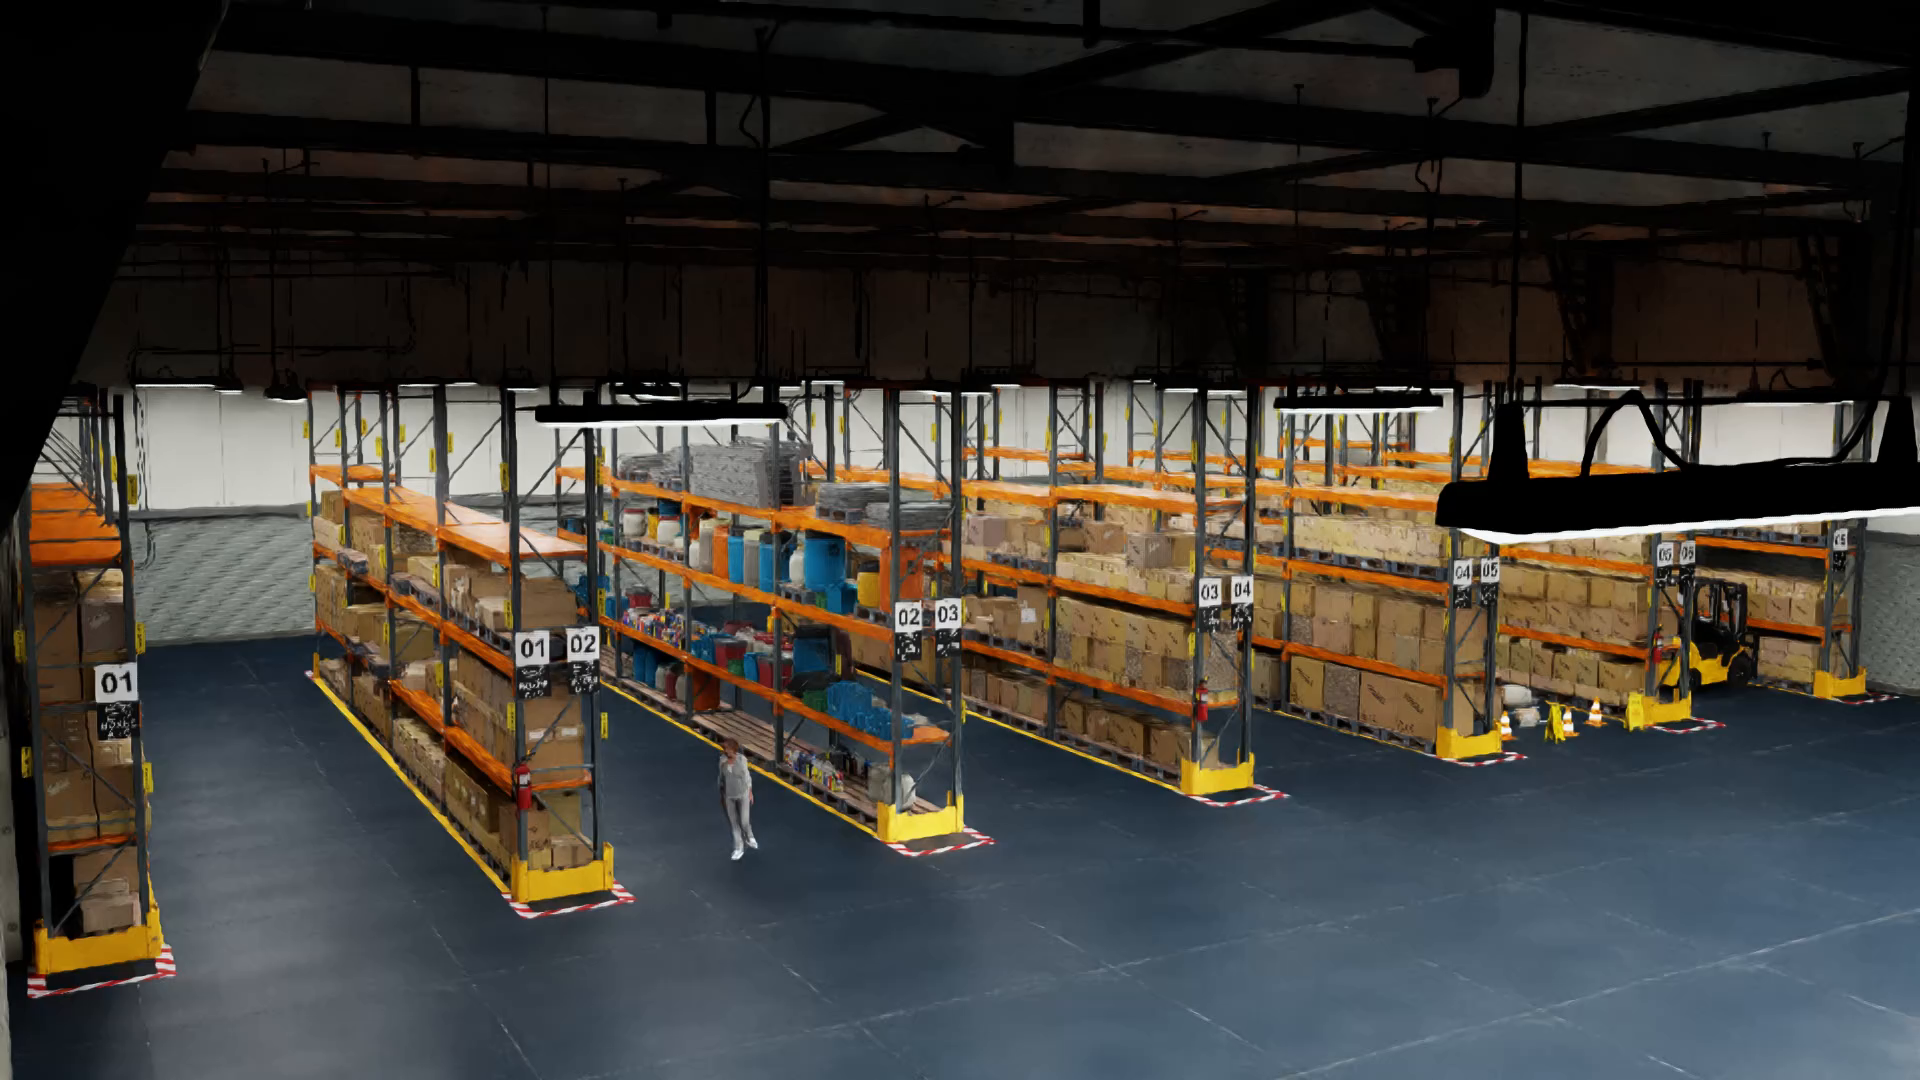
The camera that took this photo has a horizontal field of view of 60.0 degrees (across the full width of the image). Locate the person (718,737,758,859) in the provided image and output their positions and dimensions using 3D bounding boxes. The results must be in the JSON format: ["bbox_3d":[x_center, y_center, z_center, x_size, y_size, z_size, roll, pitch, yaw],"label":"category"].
[{"bbox_3d":[-2.847,3.287,21.293,0.475,1.576,0.475,1,6,11],"label":"person"}]

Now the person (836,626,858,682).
[{"bbox_3d":[-2.163,2.255,30.037,0.634,1.775,0.517,4,7,34],"label":"person"}]
